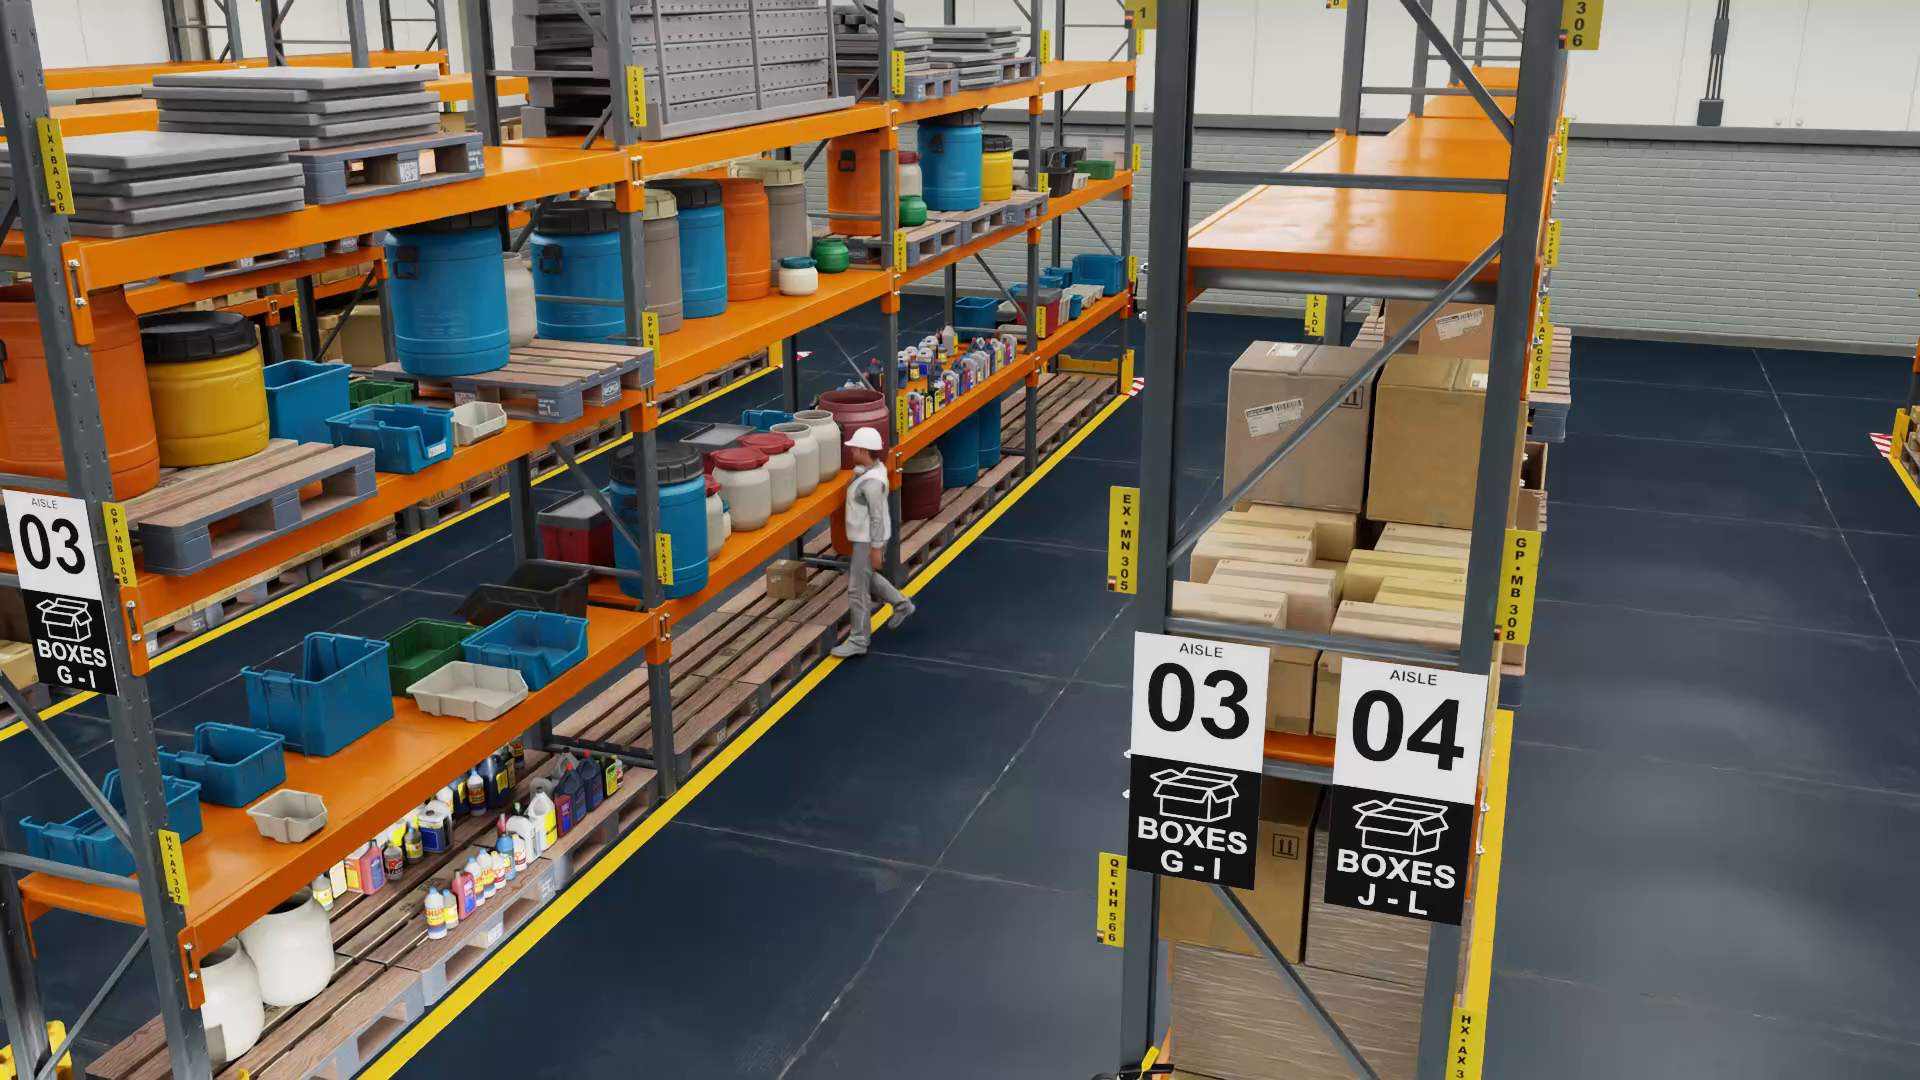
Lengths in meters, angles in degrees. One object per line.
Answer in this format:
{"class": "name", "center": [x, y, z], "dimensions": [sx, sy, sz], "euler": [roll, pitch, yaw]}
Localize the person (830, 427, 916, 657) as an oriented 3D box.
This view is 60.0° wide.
{"class": "person", "center": [-0.681, -0.013, 12.952], "dimensions": [0.656, 1.763, 0.622], "euler": [0, 19, 1]}
